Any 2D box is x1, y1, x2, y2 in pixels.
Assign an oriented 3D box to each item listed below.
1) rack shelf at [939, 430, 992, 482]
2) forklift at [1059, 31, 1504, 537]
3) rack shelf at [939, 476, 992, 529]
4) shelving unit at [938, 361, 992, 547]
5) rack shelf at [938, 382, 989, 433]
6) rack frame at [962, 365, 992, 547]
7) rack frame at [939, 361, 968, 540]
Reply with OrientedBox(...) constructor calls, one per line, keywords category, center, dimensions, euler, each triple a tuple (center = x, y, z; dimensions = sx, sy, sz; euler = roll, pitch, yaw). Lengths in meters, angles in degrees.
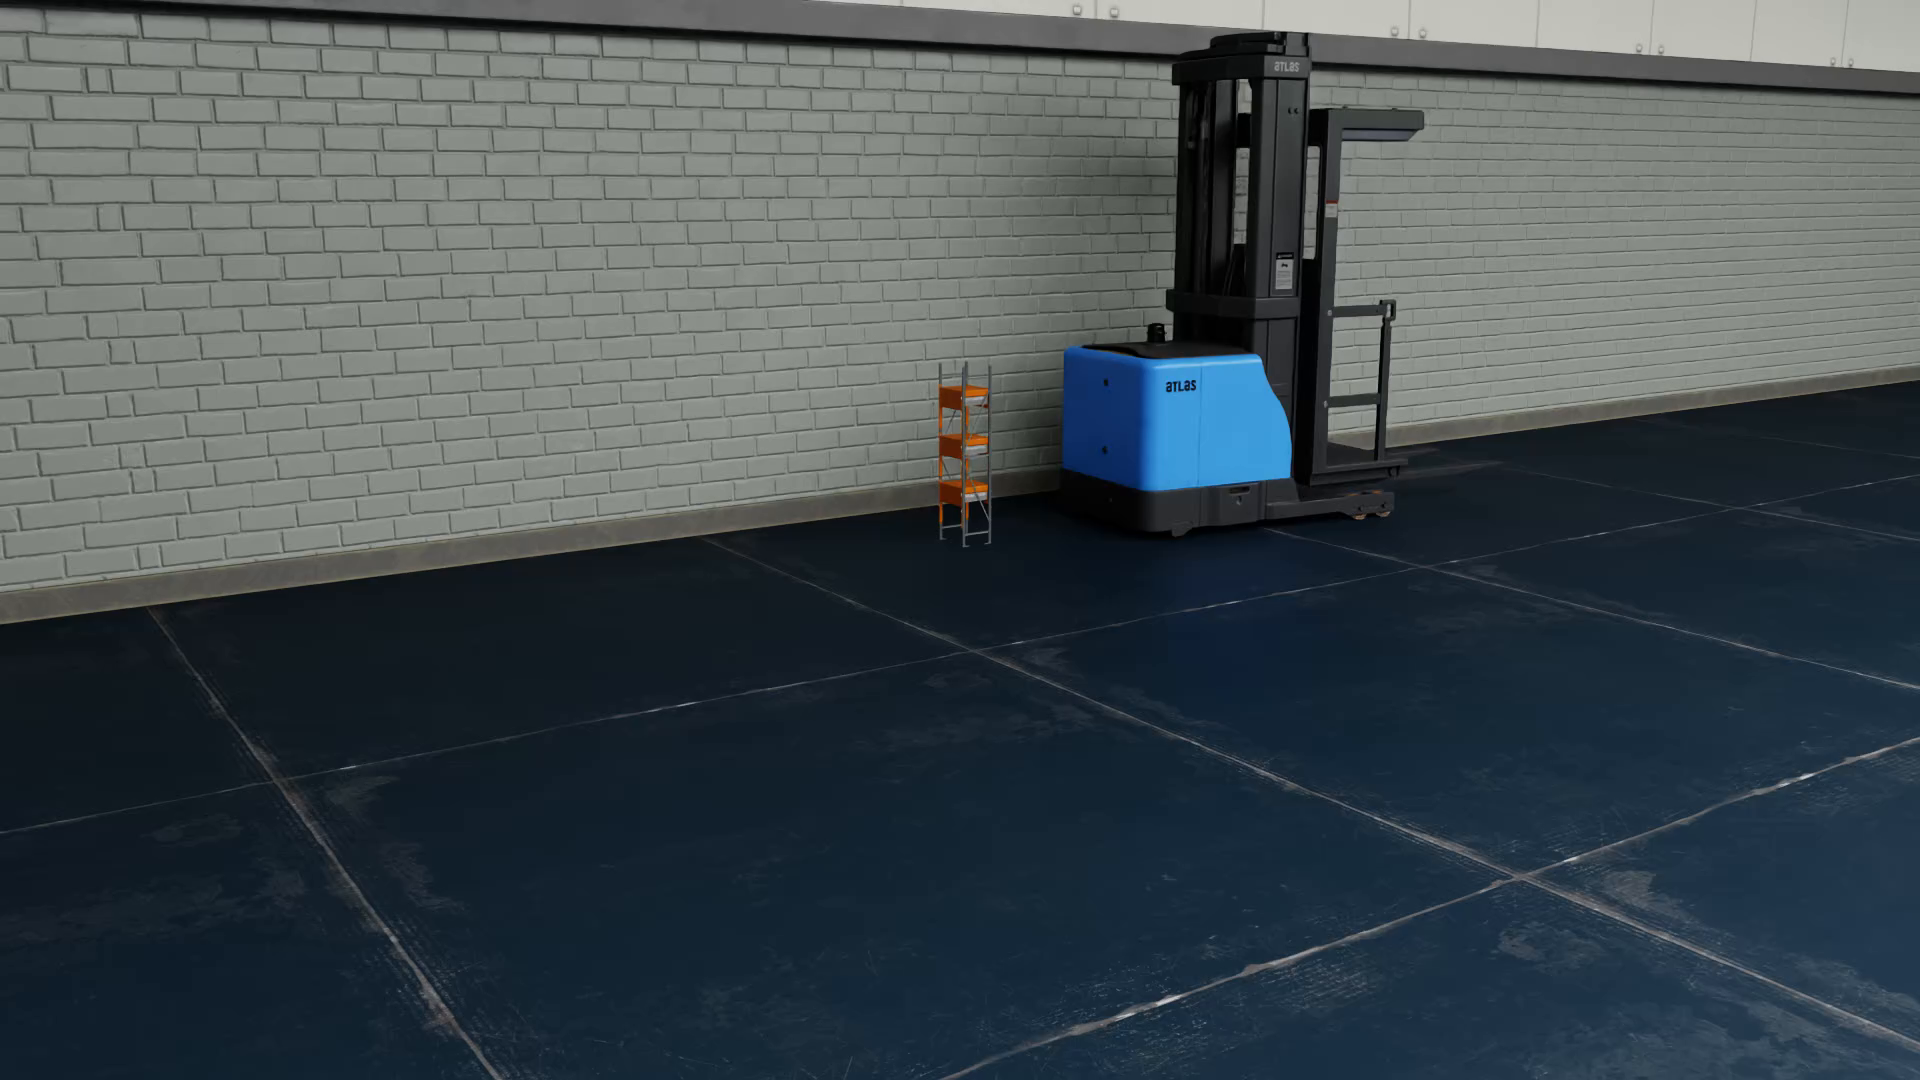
OrientedBox(category="rack shelf", center=(0.030, -0.493, 9.708), dimensions=(0.215, 0.259, 0.240), euler=(-8, 15, -33))
OrientedBox(category="forklift", center=(2.177, -1.650, 10.548), dimensions=(3.031, 2.935, 1.130), euler=(-6, 14, -27))
OrientedBox(category="rack shelf", center=(0.030, -0.222, 9.768), dimensions=(0.215, 0.259, 0.240), euler=(-8, 15, -33))
OrientedBox(category="shelving unit", center=(0.030, -0.503, 9.706), dimensions=(0.215, 1.050, 0.252), euler=(-8, 15, -33))
OrientedBox(category="rack shelf", center=(0.030, -0.770, 9.648), dimensions=(0.215, 0.259, 0.240), euler=(-8, 15, -33))
OrientedBox(category="rack frame", center=(0.097, -0.482, 9.607), dimensions=(0.200, 1.050, 0.008), euler=(-8, 15, -33))
OrientedBox(category="rack frame", center=(-0.038, -0.525, 9.805), dimensions=(0.200, 1.050, 0.008), euler=(-8, 15, -33))
